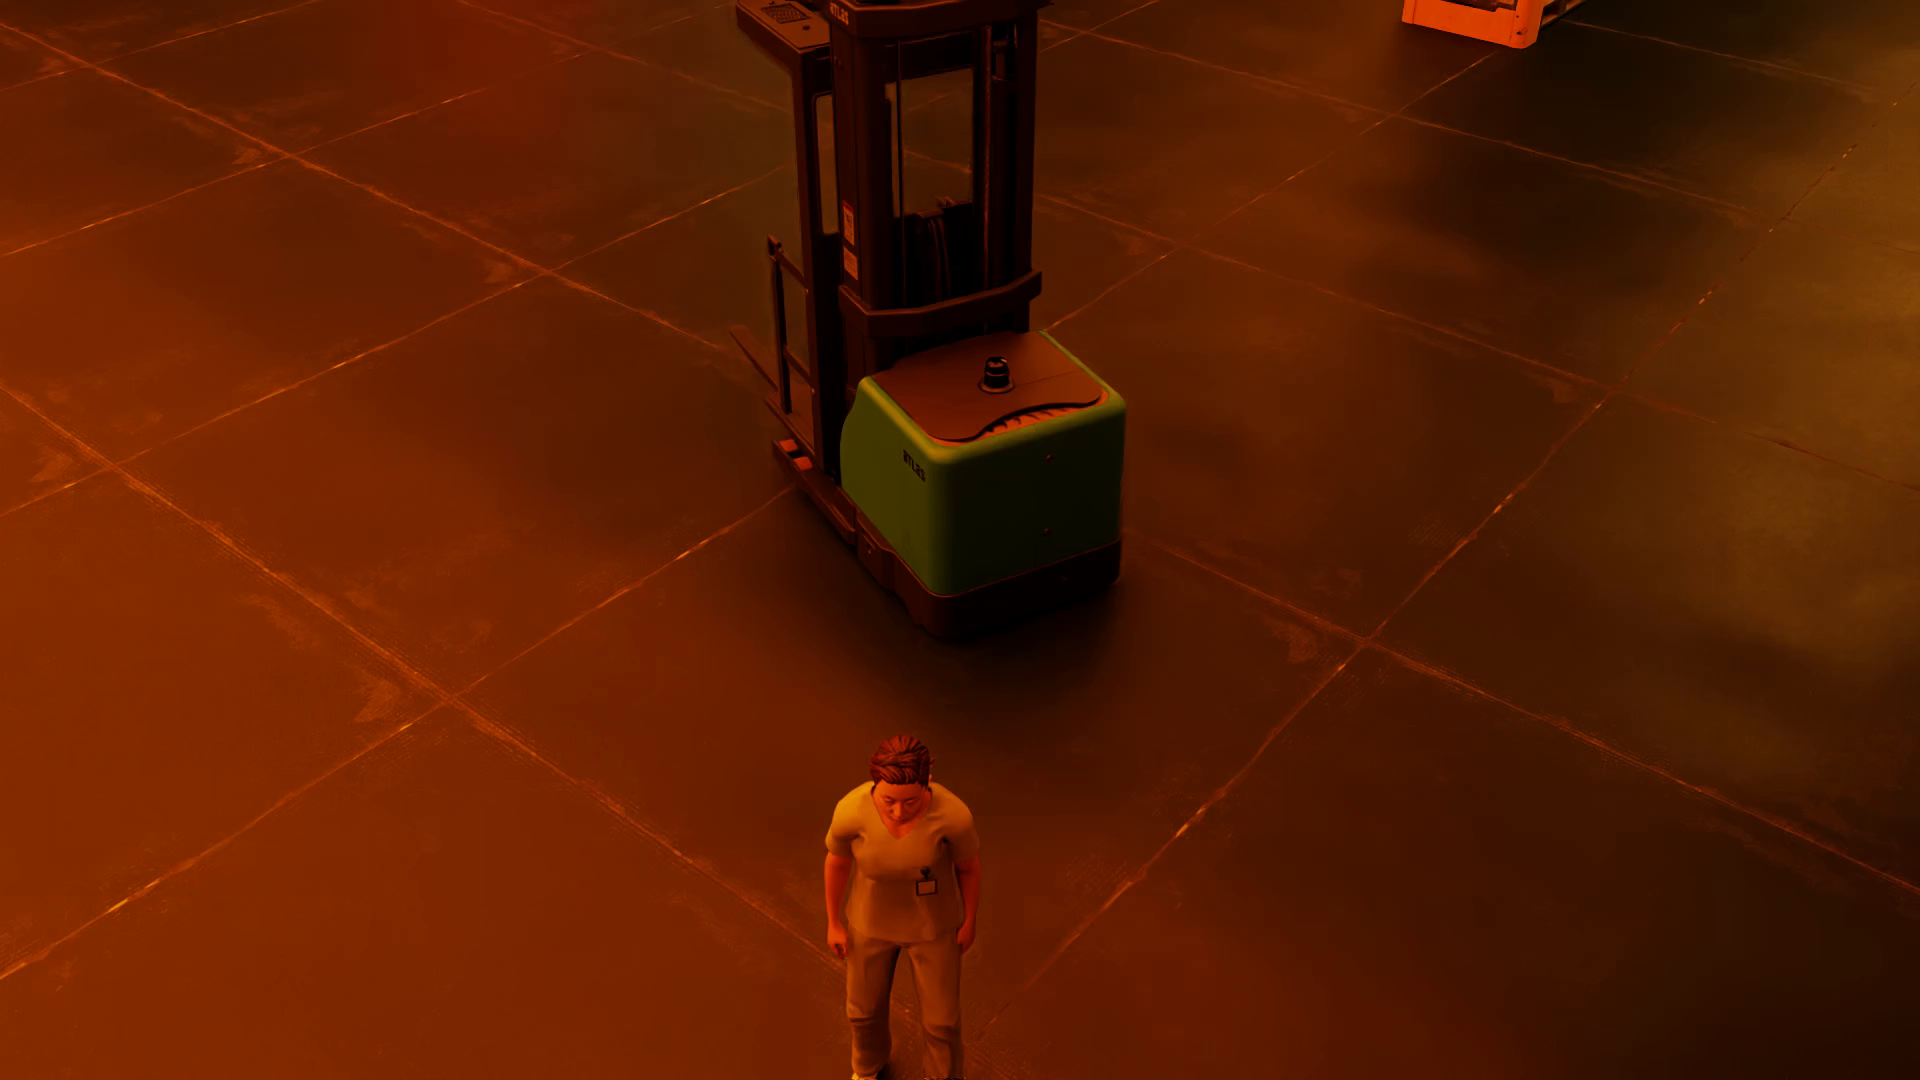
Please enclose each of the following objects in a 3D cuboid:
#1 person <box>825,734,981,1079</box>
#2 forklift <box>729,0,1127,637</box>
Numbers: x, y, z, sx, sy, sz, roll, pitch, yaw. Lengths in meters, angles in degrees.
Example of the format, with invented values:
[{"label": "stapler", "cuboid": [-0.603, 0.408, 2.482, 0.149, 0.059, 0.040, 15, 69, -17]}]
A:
[{"label": "person", "cuboid": [-0.186, 1.265, 5.357, 0.497, 1.673, 0.391, 2, 36, 3]}, {"label": "forklift", "cuboid": [-0.359, -1.580, 8.190, 1.130, 2.935, 3.031, -18, 39, -23]}]
